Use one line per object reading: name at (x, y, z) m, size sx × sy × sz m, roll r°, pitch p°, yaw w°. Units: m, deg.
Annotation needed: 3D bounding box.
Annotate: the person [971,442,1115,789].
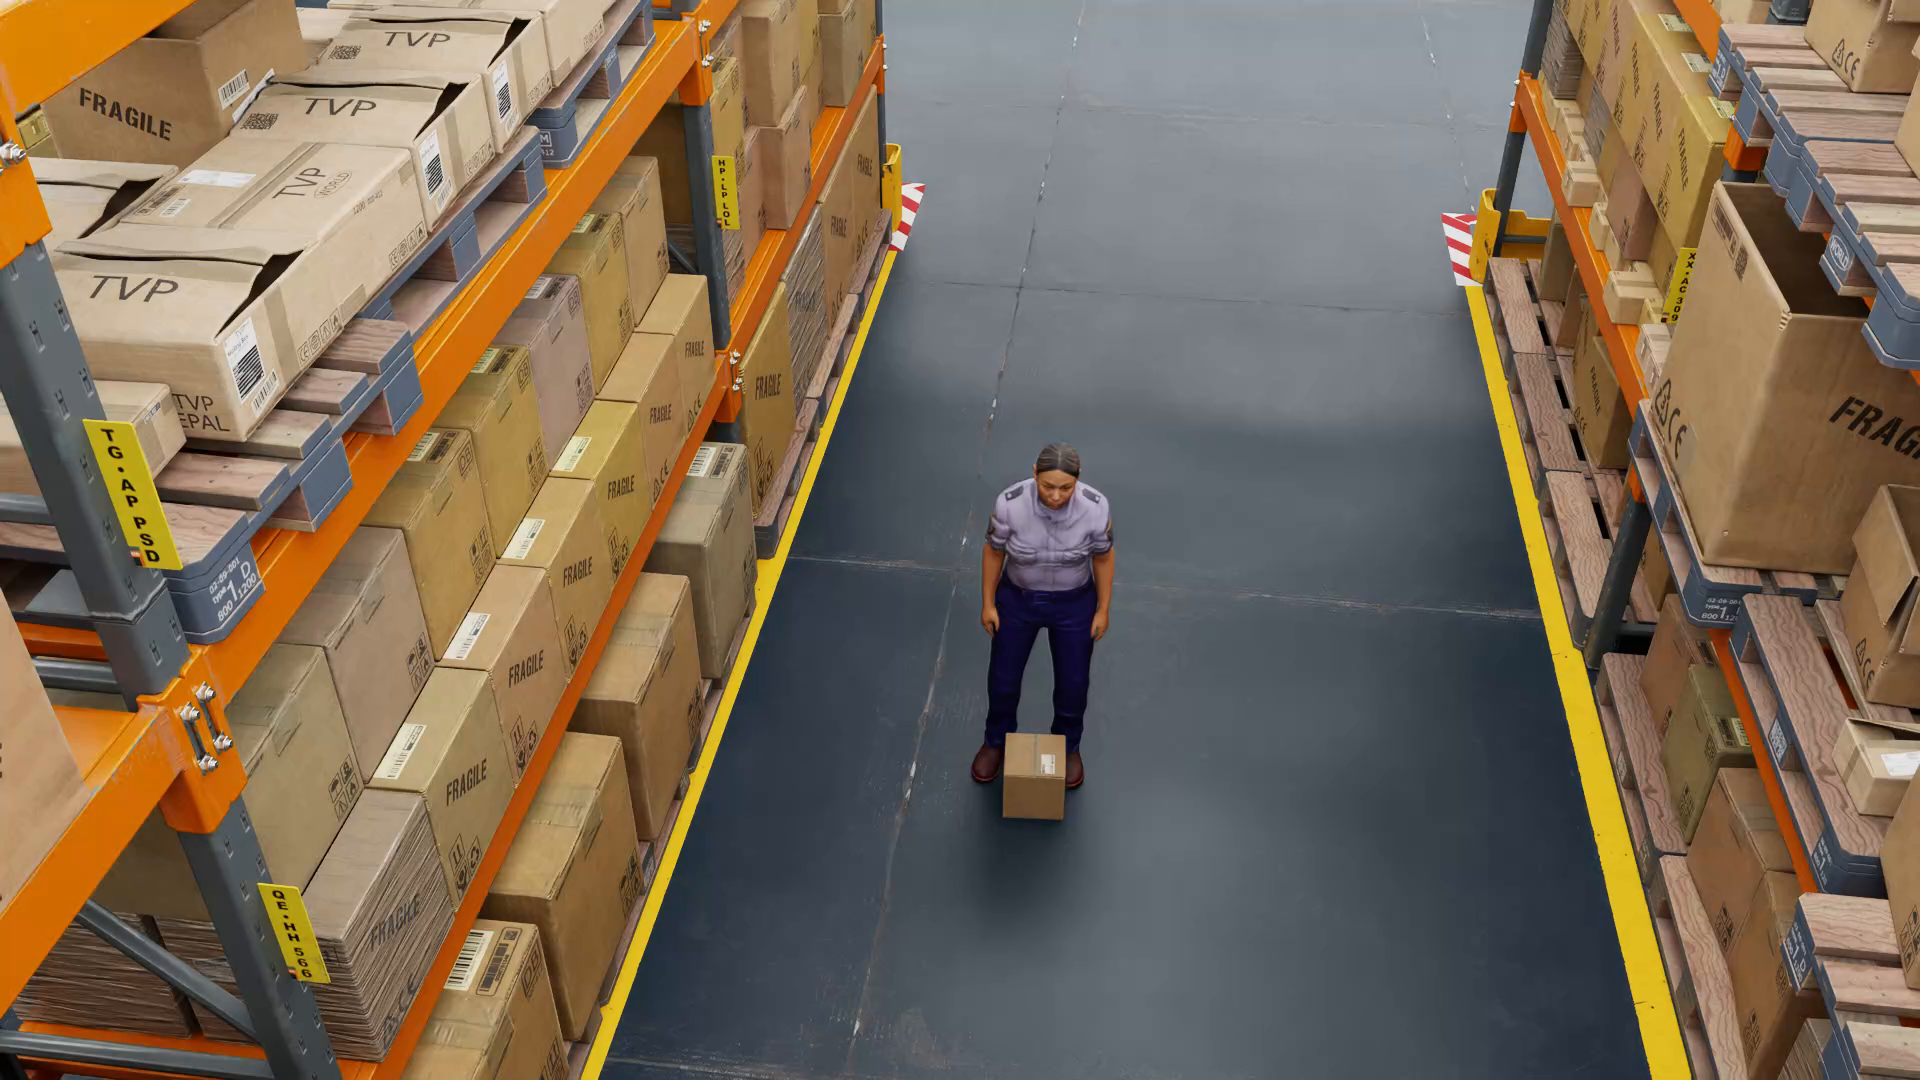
person at (0.332, 0.276, 6.671) m, size 0.555 × 1.650 × 0.370 m, roll 2°, pitch 36°, yaw 3°
